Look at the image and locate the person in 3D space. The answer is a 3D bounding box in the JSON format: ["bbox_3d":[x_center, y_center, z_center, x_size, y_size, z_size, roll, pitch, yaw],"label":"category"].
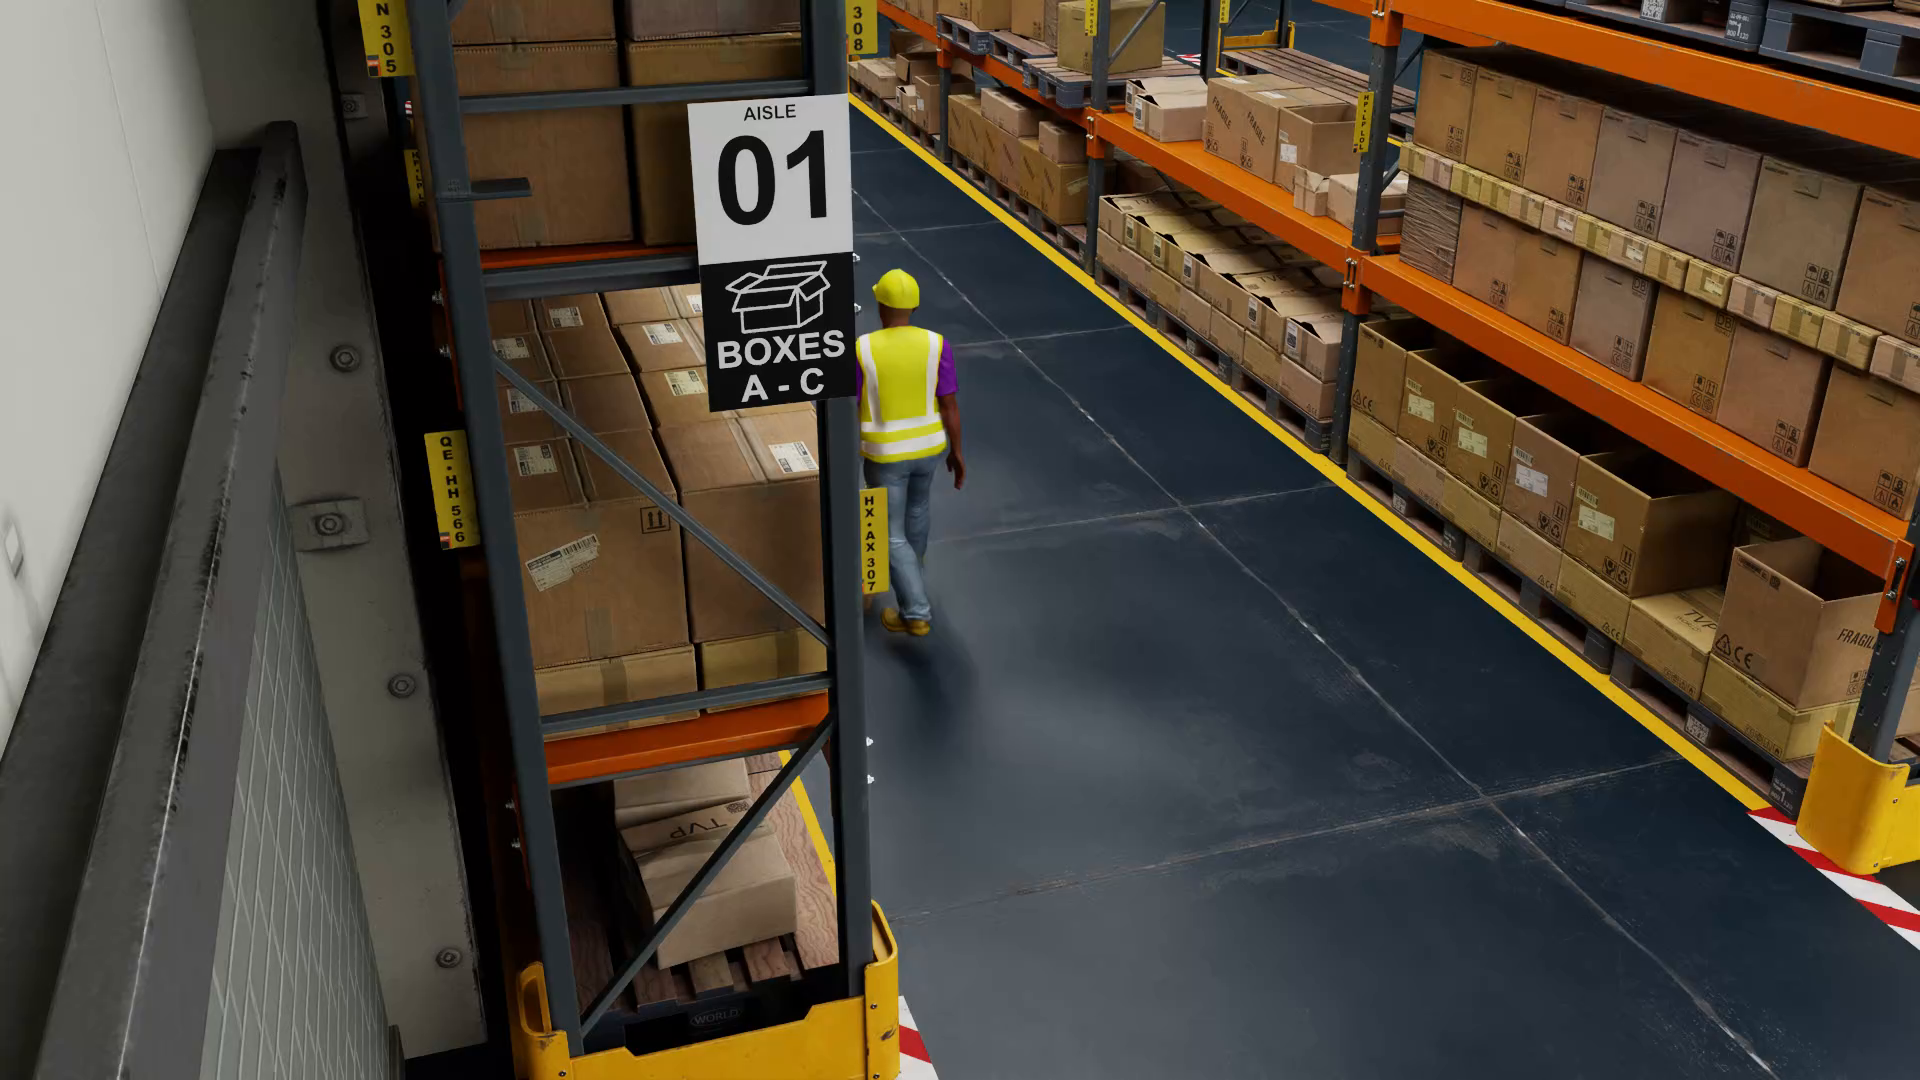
[{"bbox_3d":[-0.285,-0.423,7.971,0.592,1.728,0.928,-9,28,-18],"label":"person"}]
